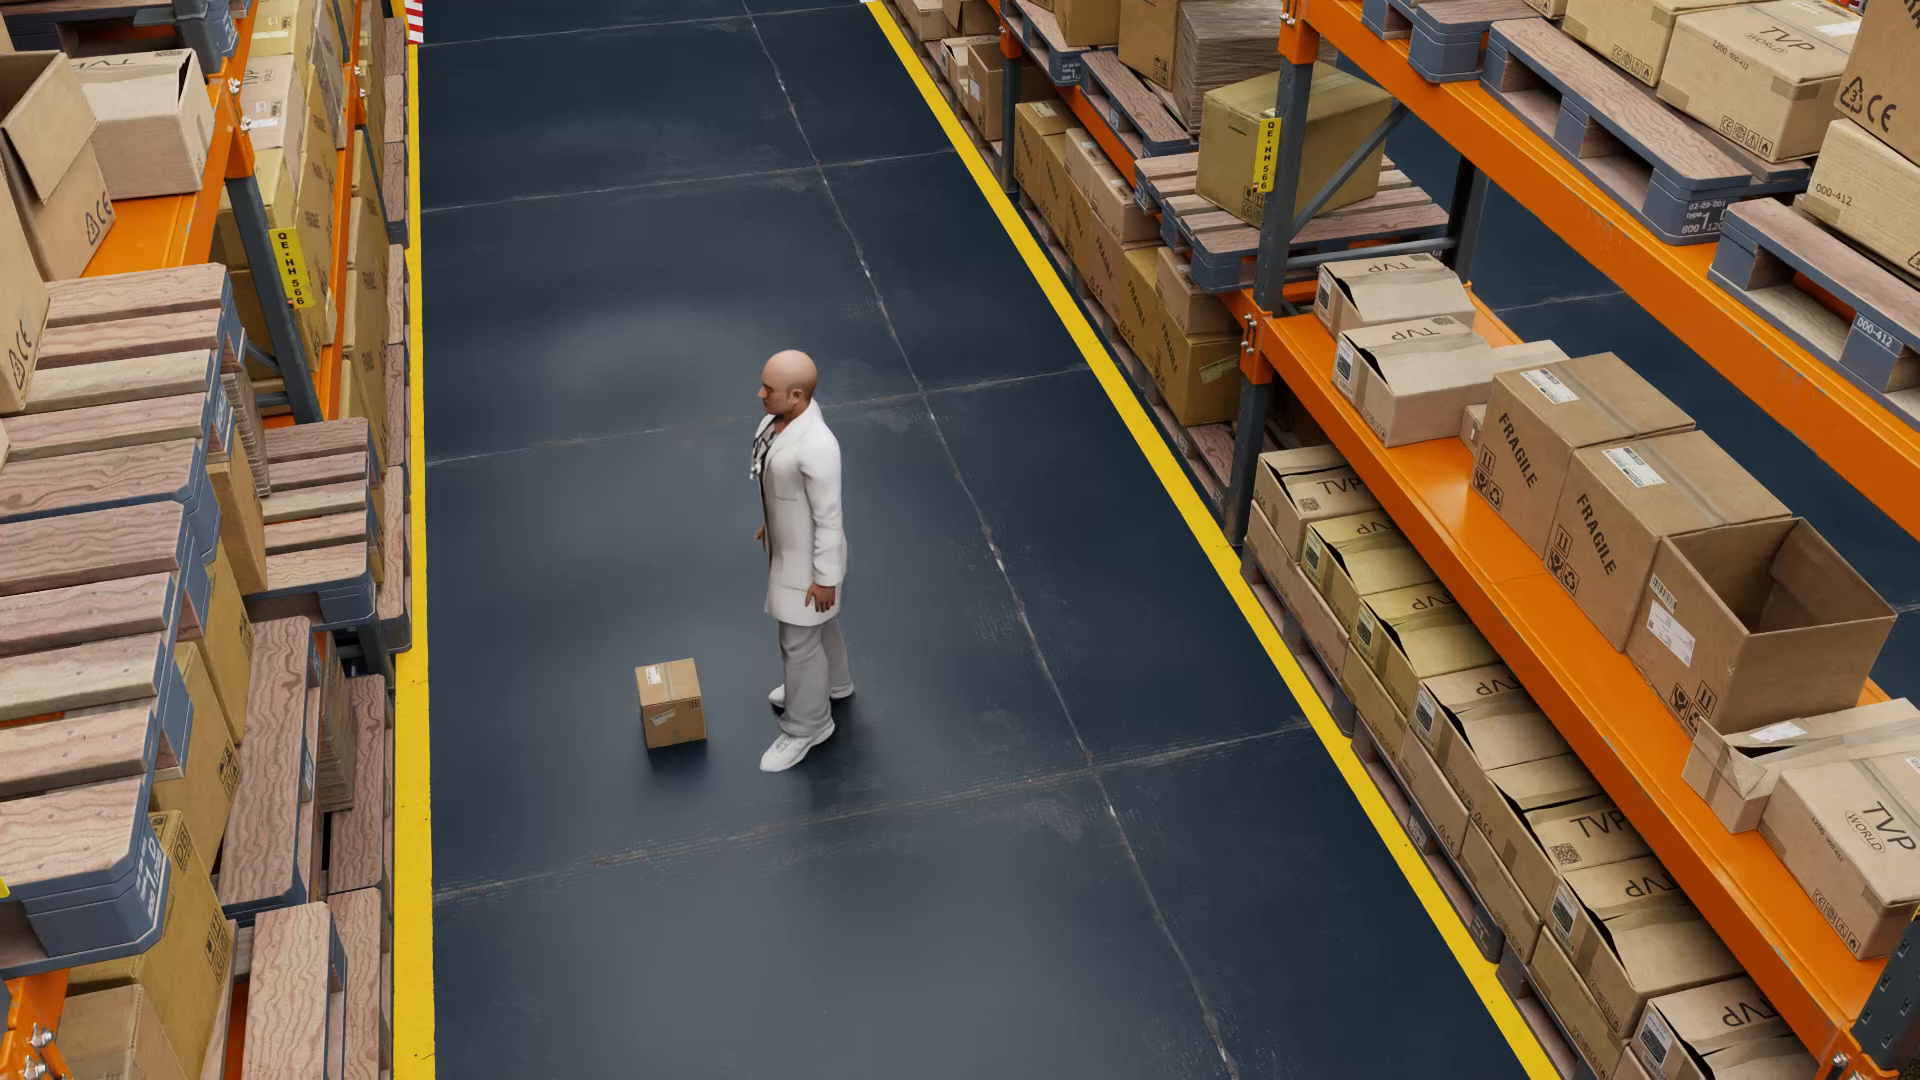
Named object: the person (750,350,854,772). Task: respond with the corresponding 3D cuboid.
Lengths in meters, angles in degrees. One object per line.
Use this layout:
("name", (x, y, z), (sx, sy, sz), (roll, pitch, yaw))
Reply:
("person", (-0.680, 0.059, 6.654), (0.507, 1.816, 0.612), (-12, 39, -15))
